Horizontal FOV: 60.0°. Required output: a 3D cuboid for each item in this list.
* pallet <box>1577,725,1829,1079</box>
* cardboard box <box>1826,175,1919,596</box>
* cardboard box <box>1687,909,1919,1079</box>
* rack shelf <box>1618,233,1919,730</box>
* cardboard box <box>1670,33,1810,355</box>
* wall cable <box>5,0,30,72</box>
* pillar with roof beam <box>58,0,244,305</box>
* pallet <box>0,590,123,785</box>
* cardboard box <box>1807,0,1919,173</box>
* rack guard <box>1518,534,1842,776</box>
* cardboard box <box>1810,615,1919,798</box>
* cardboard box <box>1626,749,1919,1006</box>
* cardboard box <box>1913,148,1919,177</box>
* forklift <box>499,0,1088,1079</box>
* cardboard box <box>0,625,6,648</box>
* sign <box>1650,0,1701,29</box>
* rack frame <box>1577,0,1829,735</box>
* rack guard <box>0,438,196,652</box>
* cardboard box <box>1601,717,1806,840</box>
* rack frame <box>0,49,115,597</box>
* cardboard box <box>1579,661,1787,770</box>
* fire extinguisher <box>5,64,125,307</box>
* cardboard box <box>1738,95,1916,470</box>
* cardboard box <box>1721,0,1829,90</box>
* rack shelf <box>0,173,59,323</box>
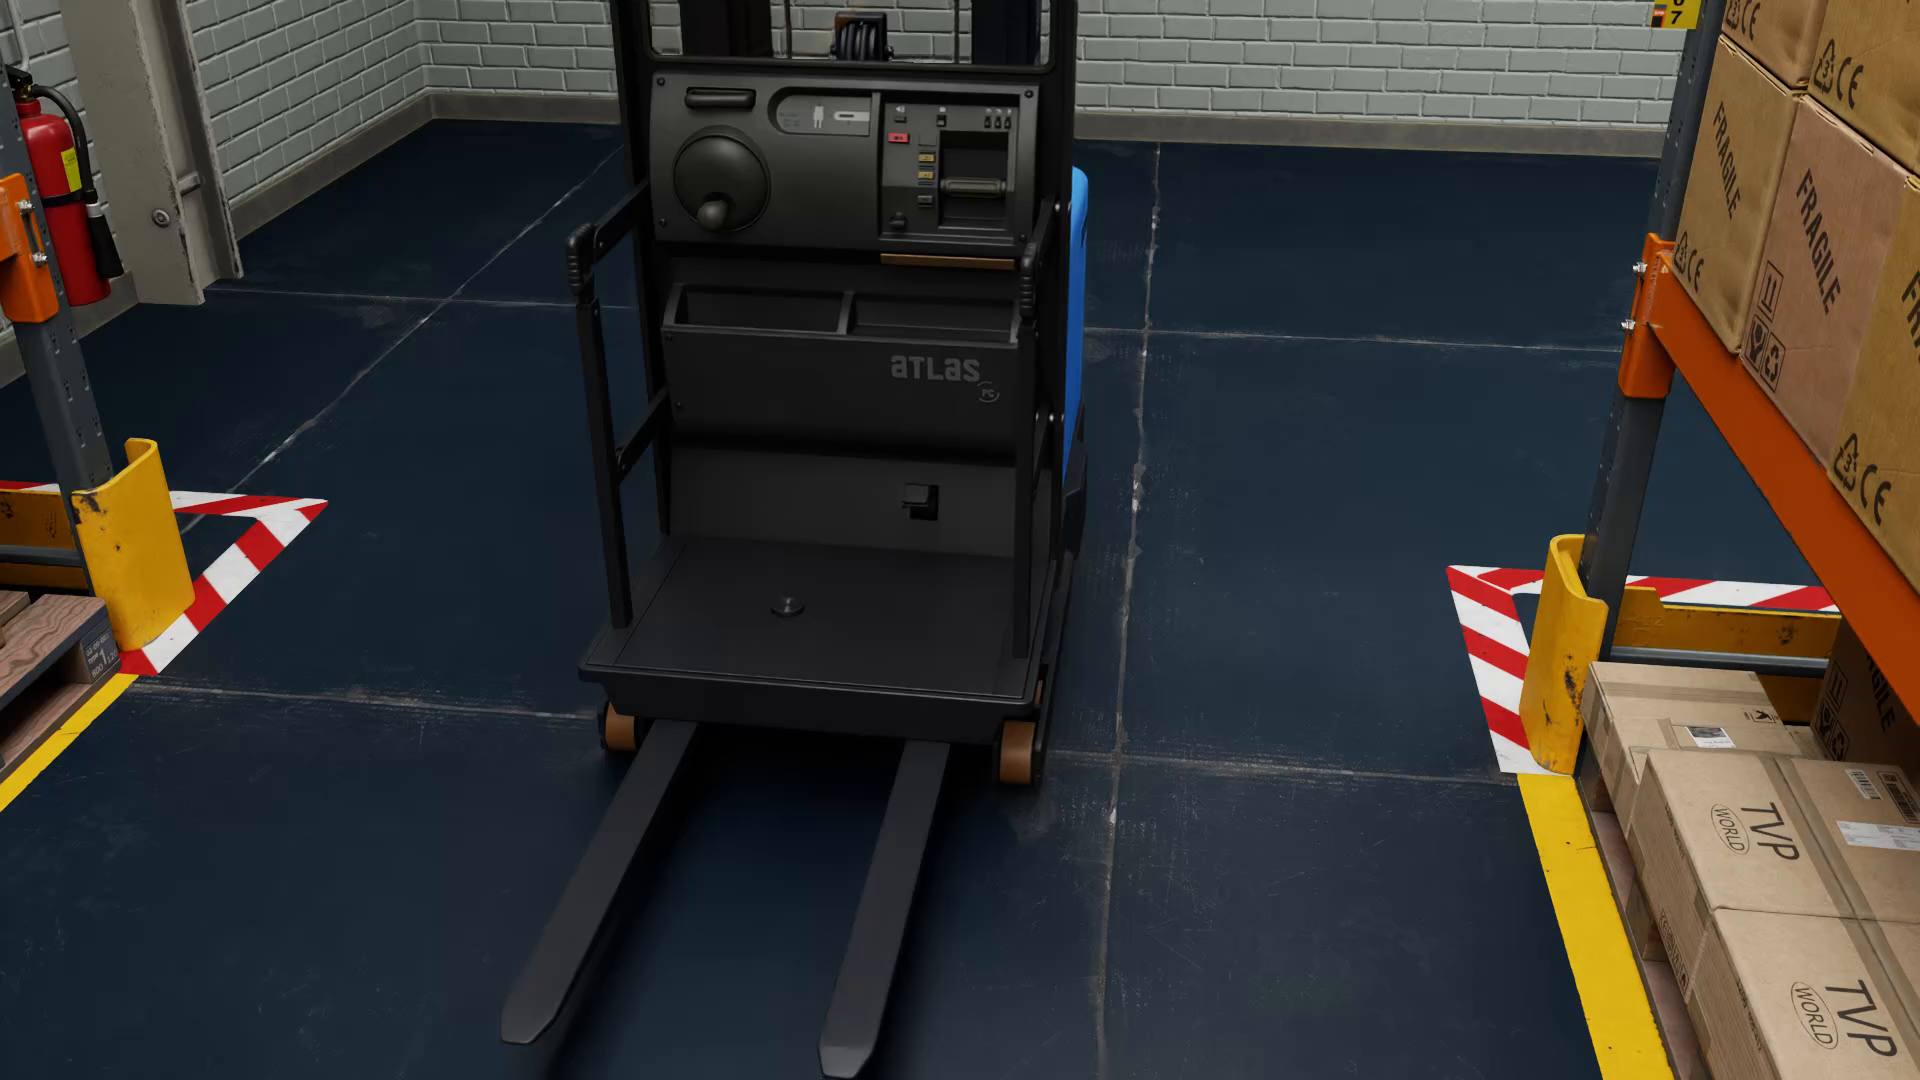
[{"bbox_3d":[1.953,0.819,3.507,1.003,0.211,1.213,3,28,6],"label":"pallet"},{"bbox_3d":[1.620,-0.191,2.336,0.500,0.500,0.500,3,28,6],"label":"cardboard box"},{"bbox_3d":[1.588,0.907,2.838,0.500,0.250,0.500,3,28,6],"label":"cardboard box"},{"bbox_3d":[1.814,0.439,2.032,1.077,0.370,4.000,3,28,6],"label":"rack shelf"},{"bbox_3d":[1.743,-0.670,3.226,0.500,0.500,0.500,4,29,7],"label":"cardboard box"},{"bbox_3d":[-3.640,-2.211,5.120,0.084,1.984,1.851,3,28,6],"label":"wall cable"},{"bbox_3d":[0.887,-4.818,4.705,9.100,9.000,0.400,3,28,6],"label":"pillar with roof beam"},{"bbox_3d":[-2.878,0.503,4.094,1.003,0.211,1.213,3,28,6],"label":"pallet"},{"bbox_3d":[1.686,-0.864,2.531,0.500,0.500,0.500,4,29,7],"label":"cardboard box"},{"bbox_3d":[2.049,0.317,4.135,1.175,0.500,0.348,3,28,6],"label":"rack guard"},{"bbox_3d":[2.237,0.357,3.596,0.500,0.500,0.500,3,28,6],"label":"cardboard box"},{"bbox_3d":[1.649,0.672,3.275,0.500,0.250,0.500,3,28,6],"label":"cardboard box"},{"bbox_3d":[1.620,-0.629,2.094,0.500,0.500,0.500,4,29,7],"label":"cardboard box"},{"bbox_3d":[-0.307,-0.860,3.756,1.130,2.935,3.031,4,29,7],"label":"forklift"},{"bbox_3d":[-2.845,0.145,4.011,0.700,0.500,0.500,3,28,6],"label":"cardboard box"},{"bbox_3d":[1.520,-1.232,3.462,0.100,0.325,0.005,3,28,6],"label":"sign"},{"bbox_3d":[2.059,-0.820,3.609,1.000,3.000,0.127,3,28,6],"label":"rack frame"},{"bbox_3d":[-2.855,-0.017,4.754,1.175,0.500,0.348,3,28,6],"label":"rack guard"},{"bbox_3d":[1.636,0.529,3.629,0.380,0.166,0.250,3,28,6],"label":"cardboard box"},{"bbox_3d":[-2.858,-1.106,4.140,1.000,3.000,0.127,3,28,6],"label":"rack frame"},{"bbox_3d":[1.666,0.419,3.852,0.380,0.149,0.250,3,28,6],"label":"cardboard box"},{"bbox_3d":[-2.382,-0.952,4.329,0.296,0.674,0.183,3,28,6],"label":"fire extinguisher"},{"bbox_3d":[1.685,-0.427,2.774,0.500,0.500,0.500,3,28,6],"label":"cardboard box"},{"bbox_3d":[1.743,-1.110,2.989,0.500,0.500,0.500,4,29,8],"label":"cardboard box"},{"bbox_3d":[-3.103,0.152,2.563,1.077,0.370,4.000,3,28,6],"label":"rack shelf"}]
